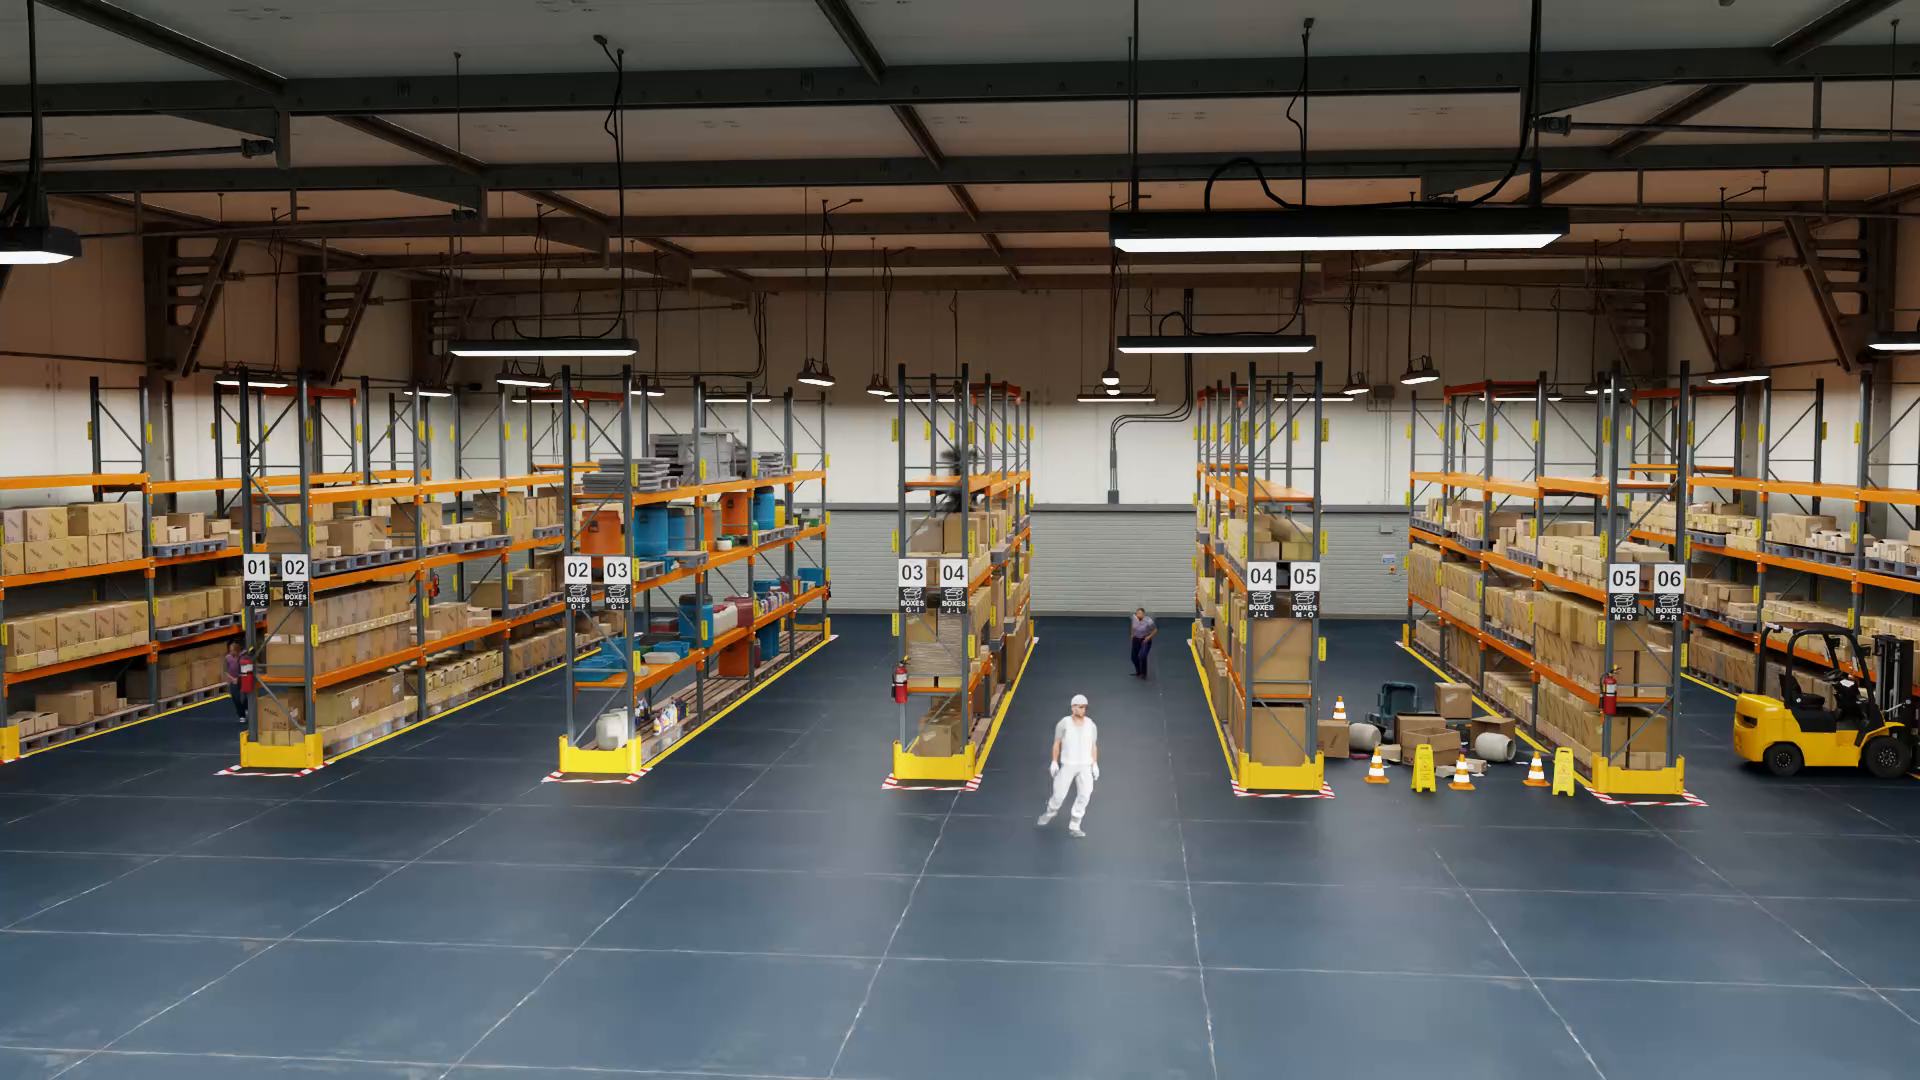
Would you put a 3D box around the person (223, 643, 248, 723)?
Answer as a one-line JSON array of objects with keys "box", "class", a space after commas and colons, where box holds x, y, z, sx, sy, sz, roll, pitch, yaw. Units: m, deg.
[{"box": [-12.375, 2.503, 28.569, 0.512, 1.331, 0.765, -2, 4, -22], "class": "person"}]

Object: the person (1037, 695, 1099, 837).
[{"box": [1.357, 2.792, 20.720, 0.716, 1.764, 0.571, -1, 4, -16], "class": "person"}]

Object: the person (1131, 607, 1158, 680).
[{"box": [3.725, 2.097, 33.931, 0.700, 1.498, 0.763, 2, 4, 32], "class": "person"}]
